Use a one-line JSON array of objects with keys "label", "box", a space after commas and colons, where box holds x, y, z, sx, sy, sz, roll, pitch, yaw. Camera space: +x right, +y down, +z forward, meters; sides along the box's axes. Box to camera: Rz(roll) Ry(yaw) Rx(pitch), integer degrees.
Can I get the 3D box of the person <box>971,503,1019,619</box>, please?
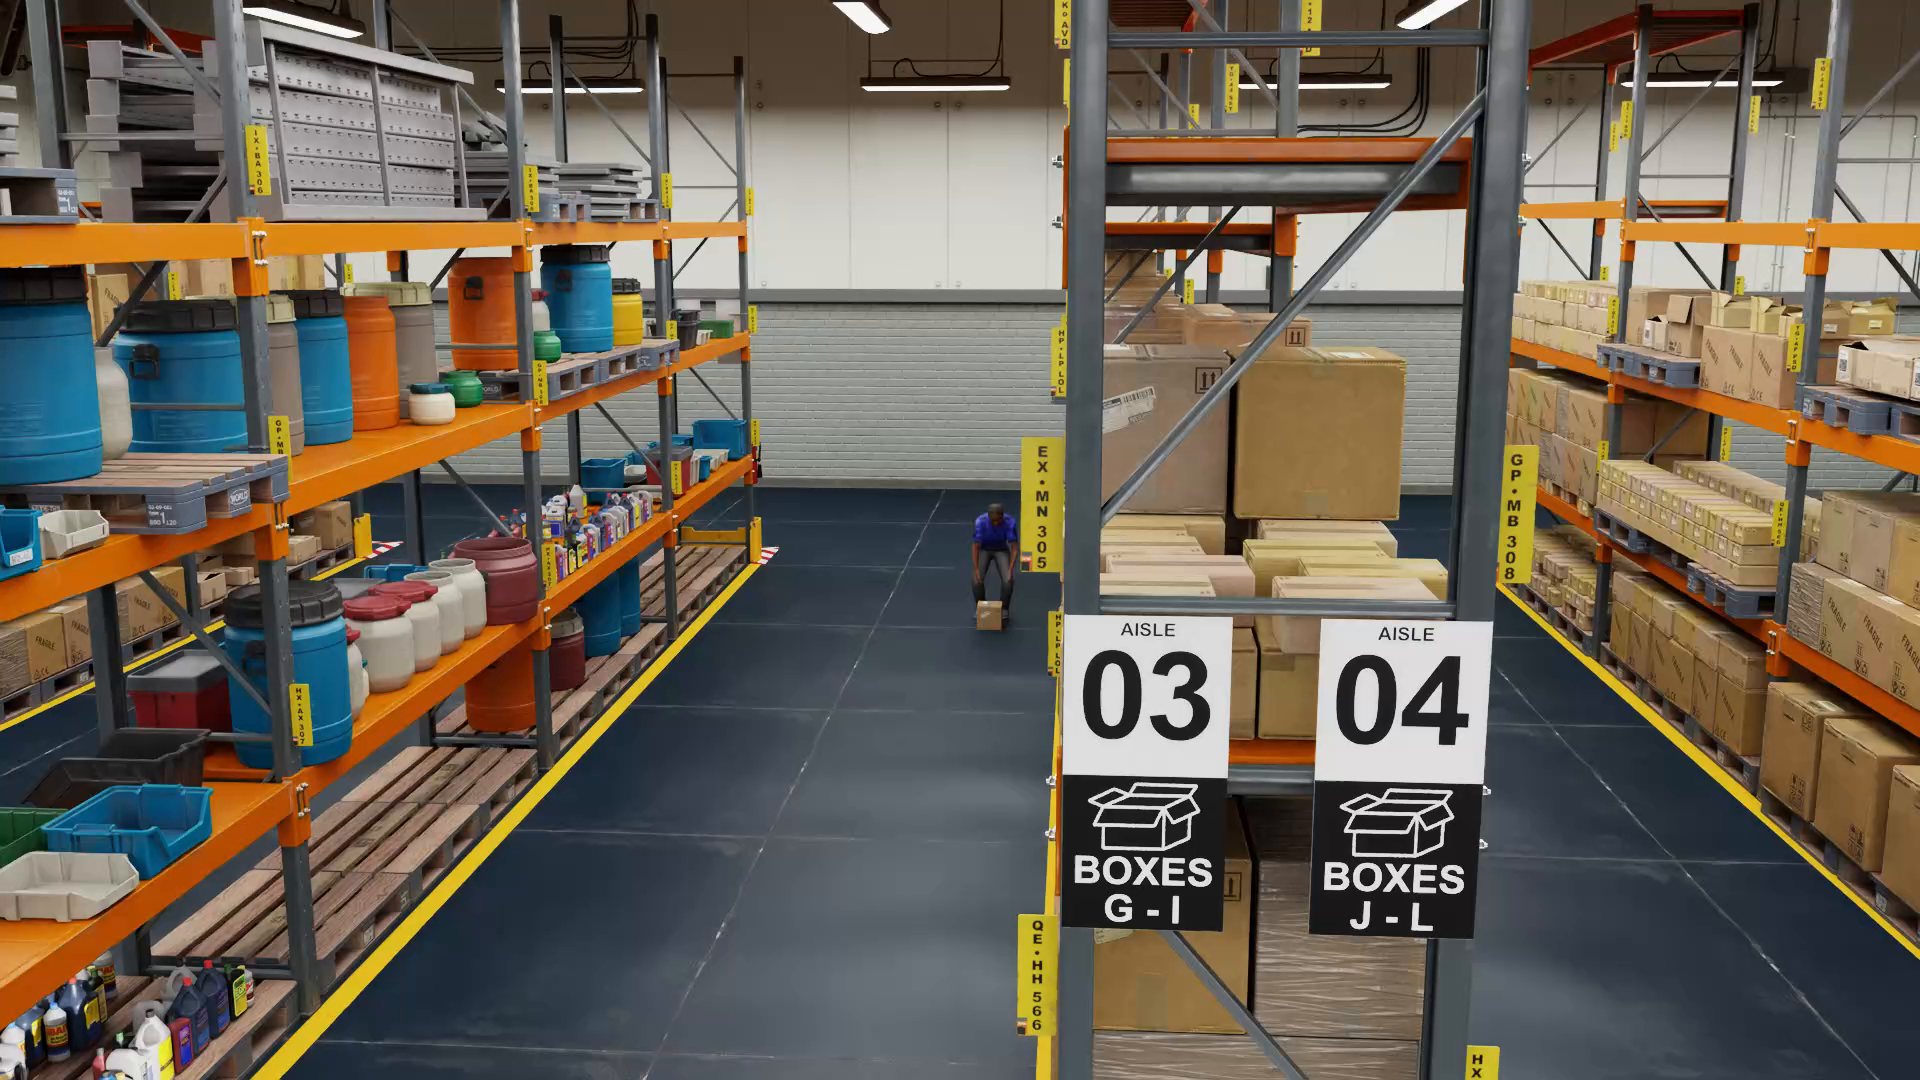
[{"label": "person", "box": [0.375, 0.200, 17.432, 0.497, 1.277, 0.684, 1, 11, 4]}]
